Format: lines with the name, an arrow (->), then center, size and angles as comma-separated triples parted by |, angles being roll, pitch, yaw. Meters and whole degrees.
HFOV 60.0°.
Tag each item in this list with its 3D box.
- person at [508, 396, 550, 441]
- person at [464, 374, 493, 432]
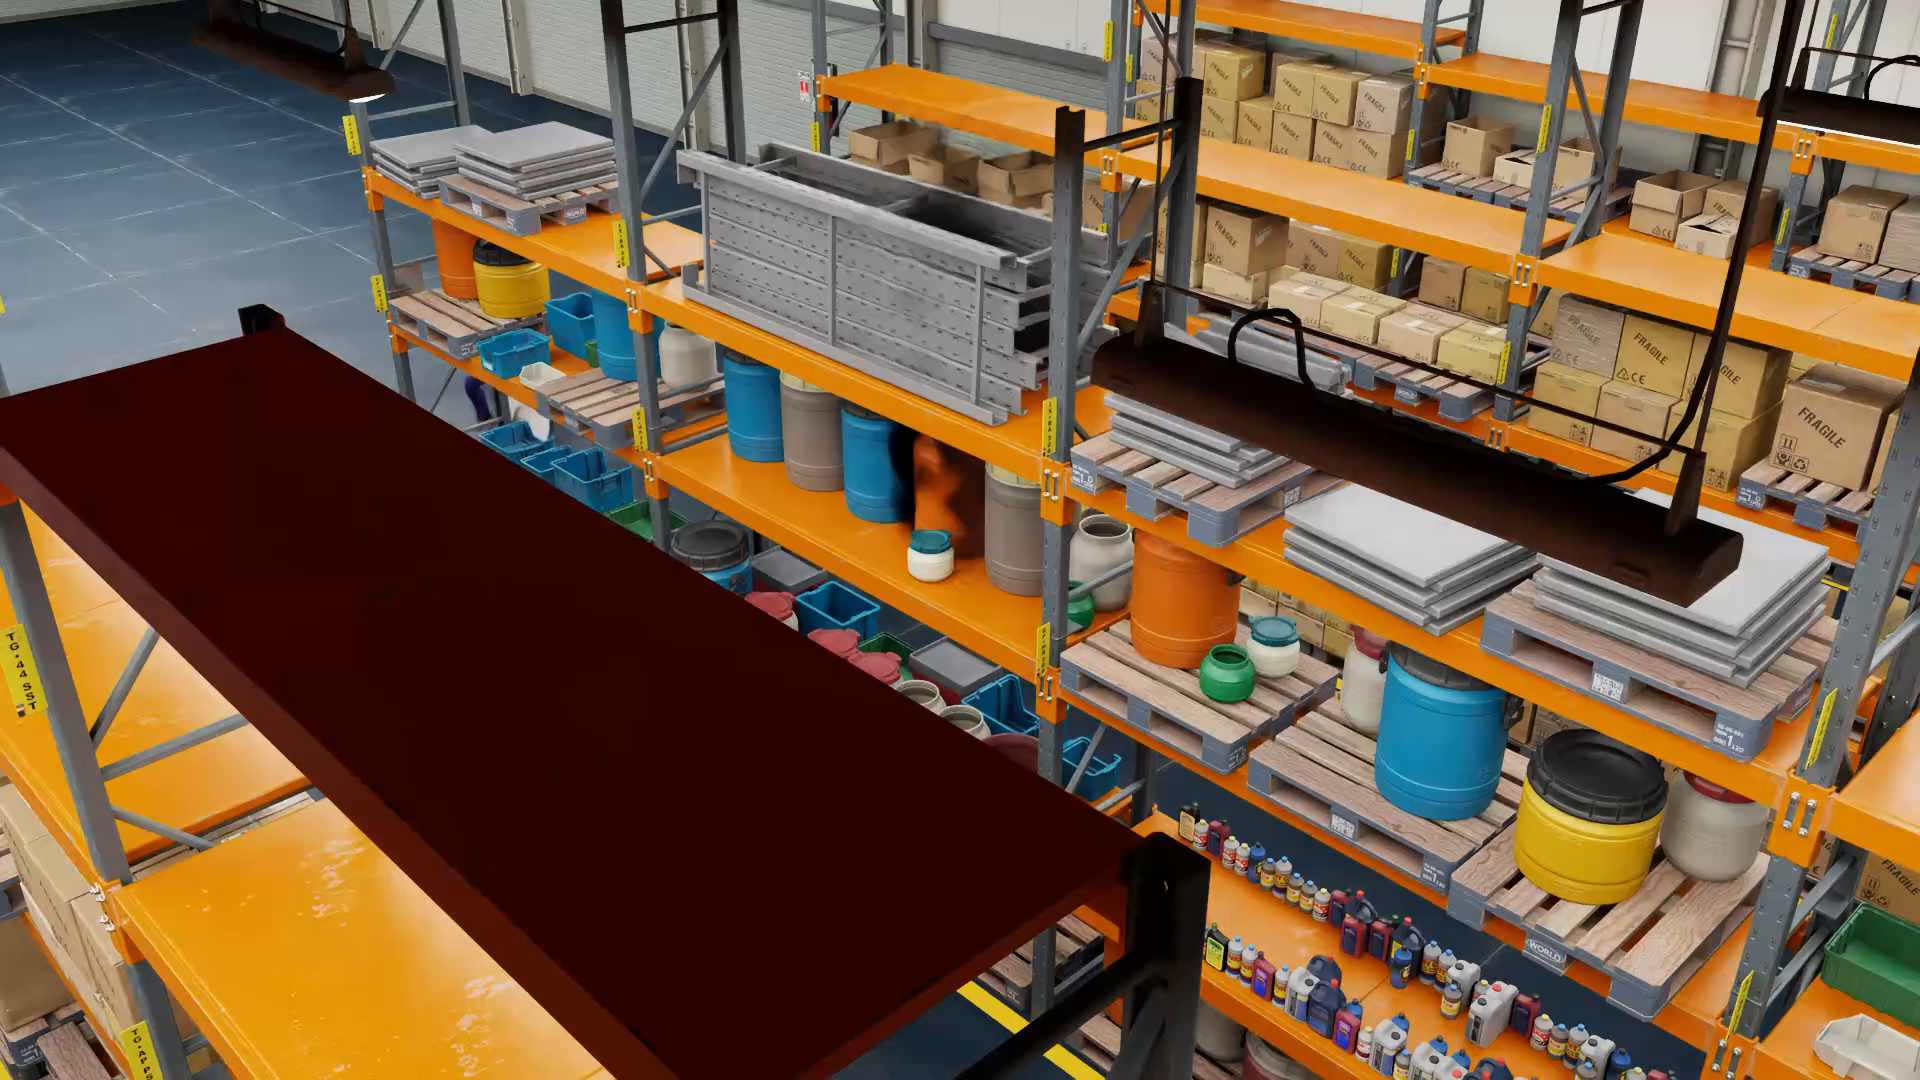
person -> -4.409, -1.095, 17.032 | 1.003, 1.806, 0.706 | 11, 30, 20
person -> -5.348, -2.033, 19.002 | 0.710, 1.658, 0.608 | -5, 29, -10
